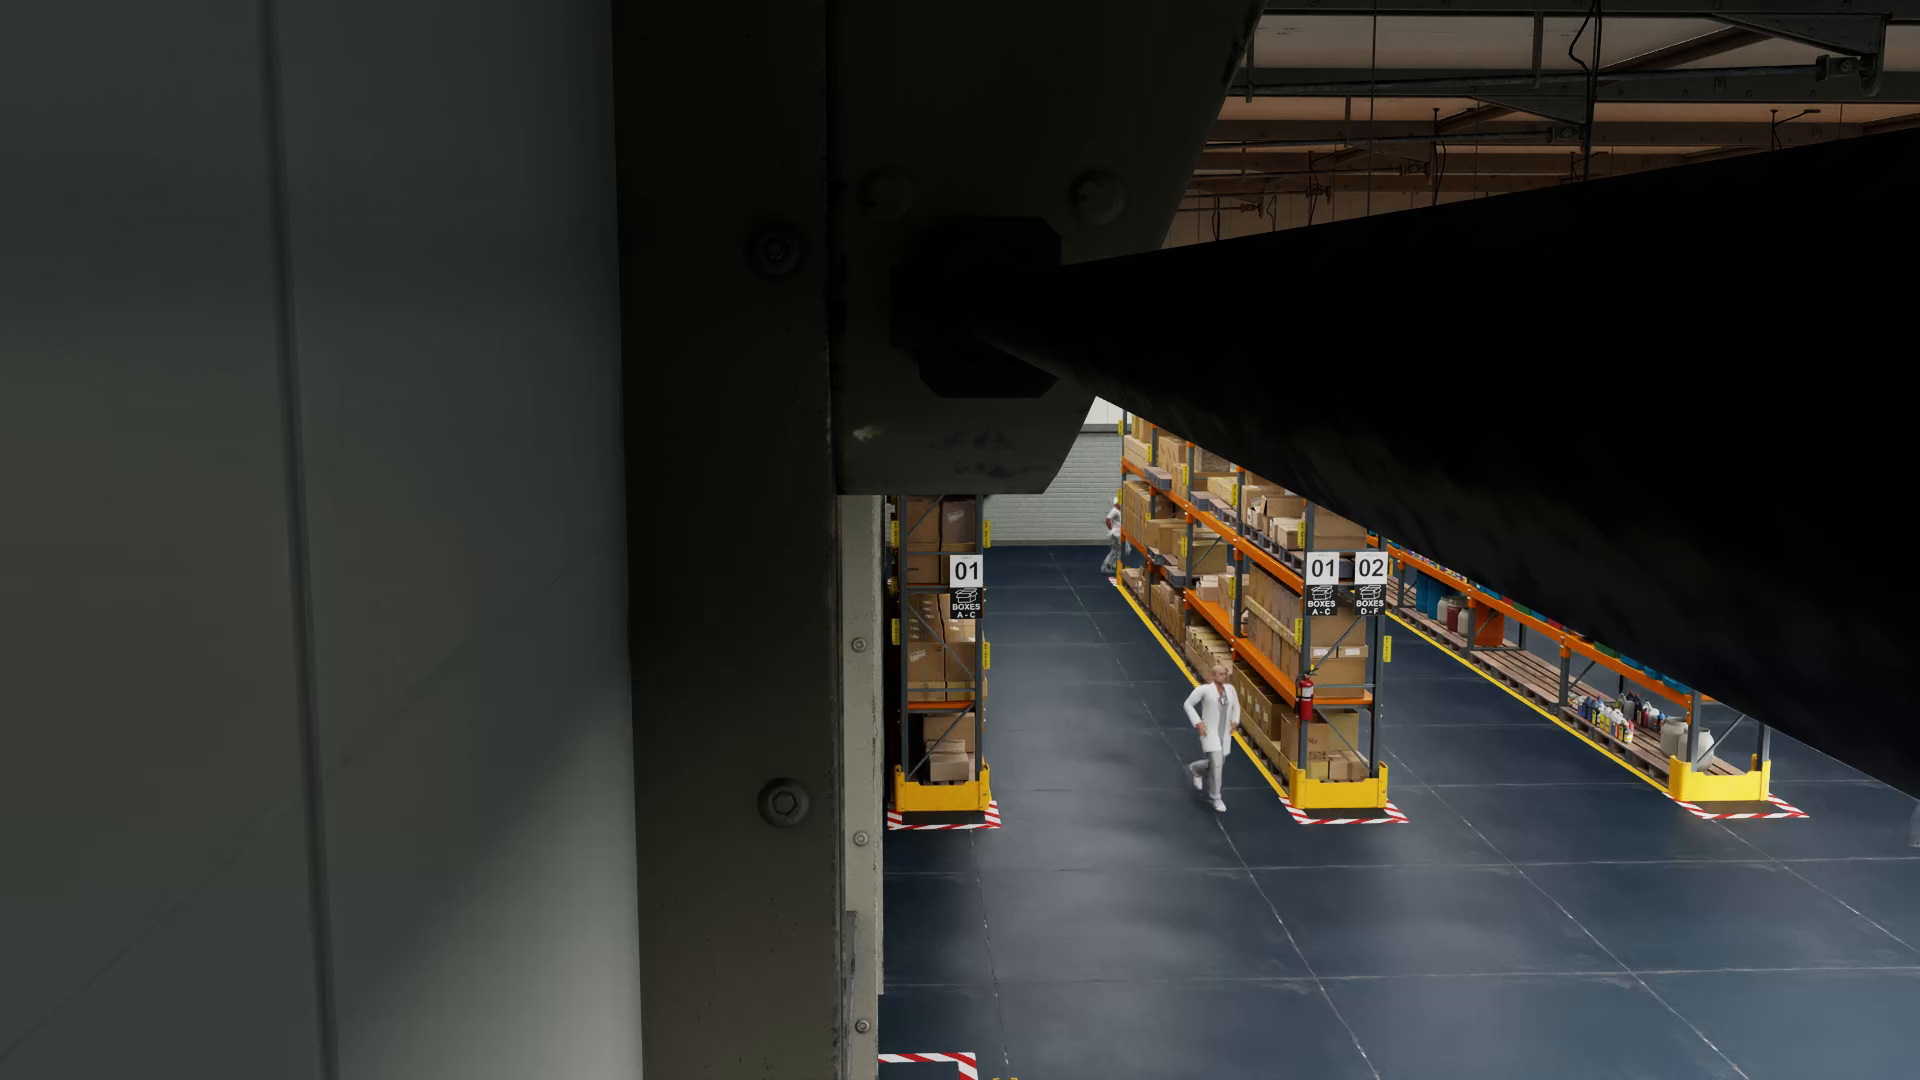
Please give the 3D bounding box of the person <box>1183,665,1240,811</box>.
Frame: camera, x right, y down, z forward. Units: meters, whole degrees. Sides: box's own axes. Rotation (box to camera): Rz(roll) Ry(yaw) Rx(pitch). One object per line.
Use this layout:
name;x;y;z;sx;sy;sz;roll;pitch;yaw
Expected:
person;3.168;2.436;20.849;0.753;1.786;0.916;-4;9;-26

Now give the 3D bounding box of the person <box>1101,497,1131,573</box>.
person;3.562;-0.093;37.734;0.712;1.776;0.683;1;8;3
